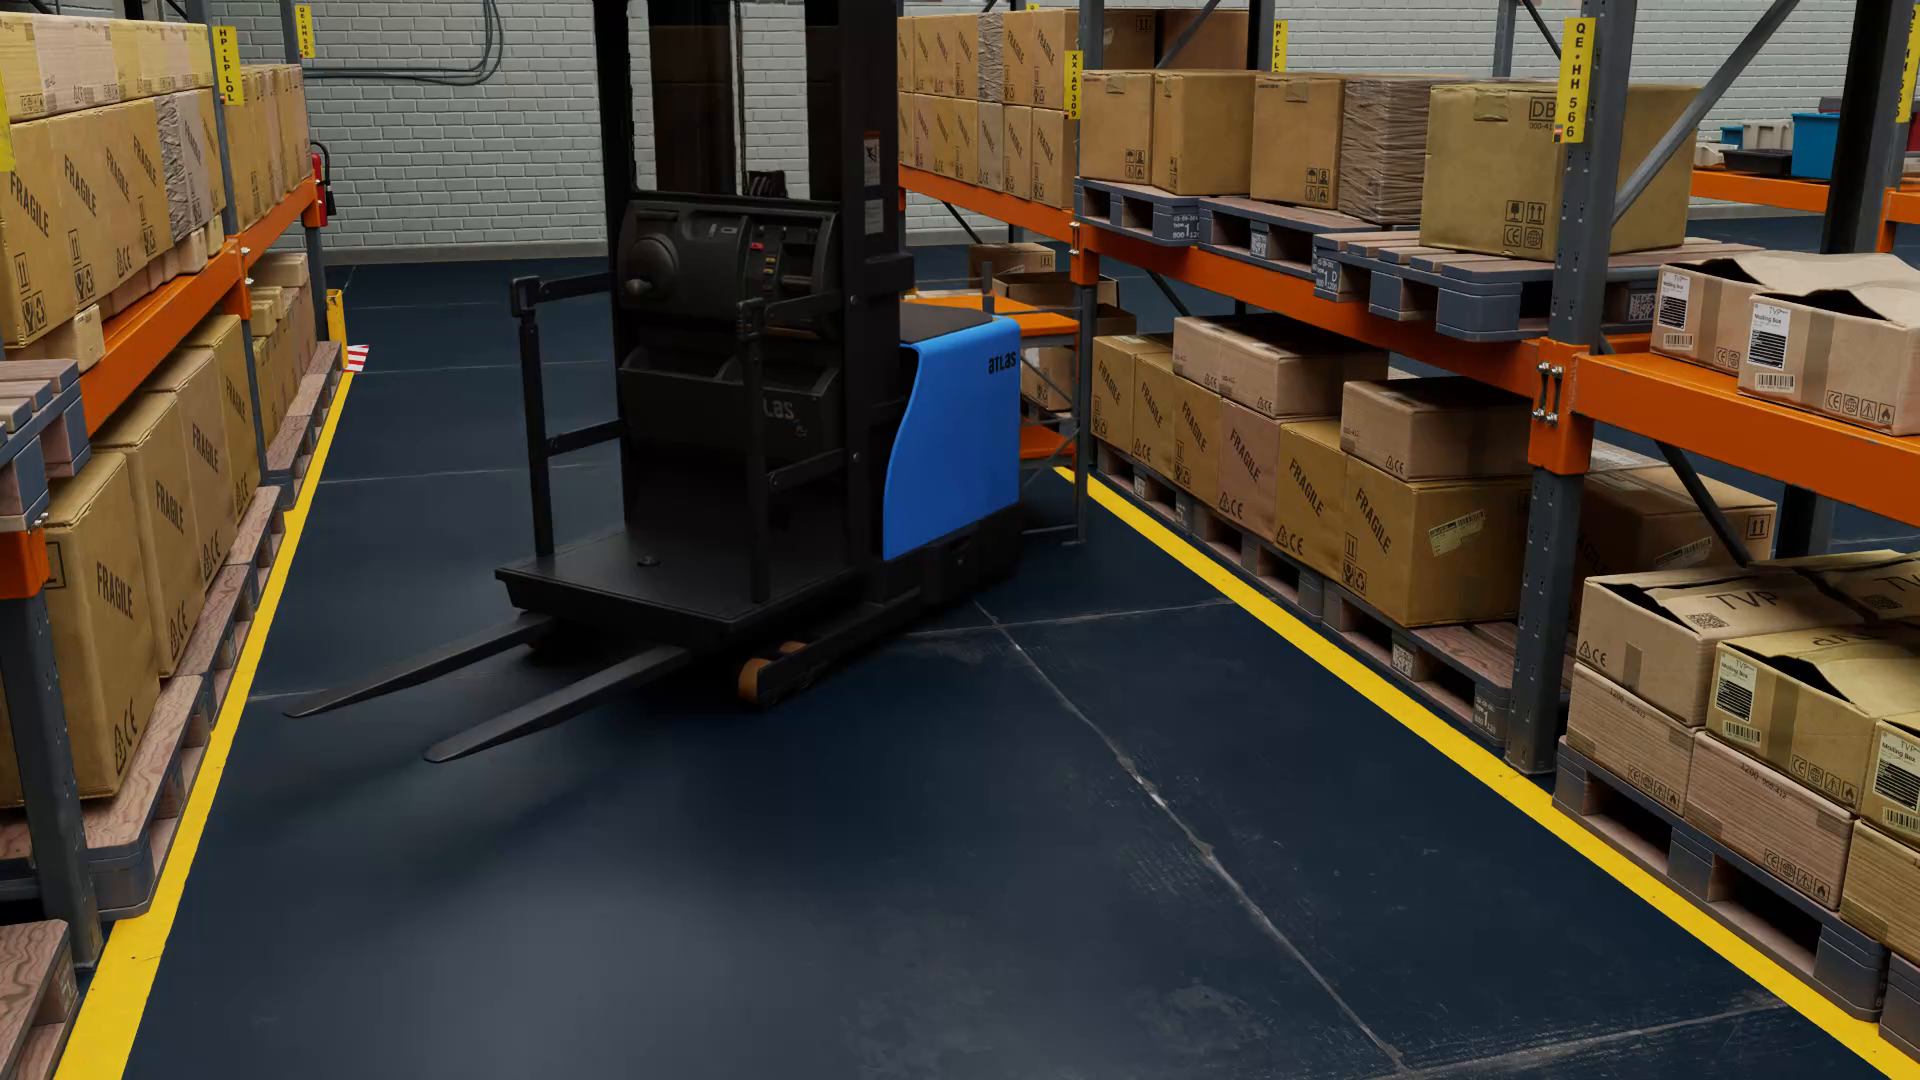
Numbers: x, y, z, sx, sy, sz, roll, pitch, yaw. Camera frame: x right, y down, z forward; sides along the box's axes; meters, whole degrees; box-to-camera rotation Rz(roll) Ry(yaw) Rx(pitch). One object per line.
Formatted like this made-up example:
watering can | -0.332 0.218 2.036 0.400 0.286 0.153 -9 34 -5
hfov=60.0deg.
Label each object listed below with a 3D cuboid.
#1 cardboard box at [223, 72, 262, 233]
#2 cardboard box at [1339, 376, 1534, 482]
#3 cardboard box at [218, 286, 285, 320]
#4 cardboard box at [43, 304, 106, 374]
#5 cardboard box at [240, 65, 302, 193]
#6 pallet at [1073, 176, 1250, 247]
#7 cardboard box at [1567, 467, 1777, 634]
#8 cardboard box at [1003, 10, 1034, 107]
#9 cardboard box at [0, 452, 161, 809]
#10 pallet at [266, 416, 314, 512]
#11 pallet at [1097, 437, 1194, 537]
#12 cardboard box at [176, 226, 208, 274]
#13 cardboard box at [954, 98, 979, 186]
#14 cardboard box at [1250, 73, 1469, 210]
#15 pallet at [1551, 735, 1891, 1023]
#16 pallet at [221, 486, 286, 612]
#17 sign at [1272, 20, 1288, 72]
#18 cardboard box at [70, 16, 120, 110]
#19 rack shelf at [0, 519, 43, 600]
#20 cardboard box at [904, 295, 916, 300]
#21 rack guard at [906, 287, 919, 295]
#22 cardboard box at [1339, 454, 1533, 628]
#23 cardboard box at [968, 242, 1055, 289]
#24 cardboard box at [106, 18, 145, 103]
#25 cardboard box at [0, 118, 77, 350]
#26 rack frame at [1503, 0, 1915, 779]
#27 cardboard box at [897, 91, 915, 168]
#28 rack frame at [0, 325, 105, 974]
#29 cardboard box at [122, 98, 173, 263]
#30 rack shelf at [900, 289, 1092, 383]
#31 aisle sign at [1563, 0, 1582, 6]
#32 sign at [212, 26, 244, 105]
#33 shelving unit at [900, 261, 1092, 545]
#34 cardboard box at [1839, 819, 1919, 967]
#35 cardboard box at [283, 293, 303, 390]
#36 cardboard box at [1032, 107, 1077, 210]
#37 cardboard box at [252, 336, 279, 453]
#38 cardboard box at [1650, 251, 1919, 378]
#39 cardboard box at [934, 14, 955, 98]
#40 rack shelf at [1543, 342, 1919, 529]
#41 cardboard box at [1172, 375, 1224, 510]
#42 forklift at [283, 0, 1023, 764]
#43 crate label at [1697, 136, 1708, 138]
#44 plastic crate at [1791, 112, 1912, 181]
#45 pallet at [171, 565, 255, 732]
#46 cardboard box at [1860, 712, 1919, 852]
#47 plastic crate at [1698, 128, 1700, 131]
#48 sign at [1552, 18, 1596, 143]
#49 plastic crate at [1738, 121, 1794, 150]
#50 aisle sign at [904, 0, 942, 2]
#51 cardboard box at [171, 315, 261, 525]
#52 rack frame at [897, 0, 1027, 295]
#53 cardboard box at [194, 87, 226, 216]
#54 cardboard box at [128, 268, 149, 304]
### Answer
cardboard box | -3.813 -1.779 7.638 0.980 0.700 0.700 -4 17 -14
cardboard box | 1.679 -0.398 5.840 0.500 0.250 0.500 -4 17 -13
cardboard box | -3.849 -1.267 8.943 0.380 0.149 0.250 -5 17 -17
cardboard box | -2.501 -0.526 4.392 0.380 0.149 0.250 -4 17 -14
cardboard box | -4.418 -2.393 9.683 0.980 0.700 0.700 -5 17 -16
pallet | 1.197 -1.555 7.747 1.003 0.211 1.213 -5 17 -15
cardboard box | 2.331 0.068 5.592 0.500 0.500 0.500 -4 17 -13
cardboard box | 0.551 -2.664 9.195 0.500 0.500 0.500 -5 17 -16
cardboard box | -2.656 0.237 4.454 0.750 0.750 0.750 -5 17 -16
pallet | -3.813 -0.365 8.299 1.003 0.211 1.213 -5 17 -15
pallet | 1.342 -0.319 8.146 1.003 0.211 1.213 -5 17 -15
cardboard box | -3.065 -1.090 6.269 0.380 0.149 0.250 -5 17 -15
cardboard box | 0.269 -2.467 10.278 0.500 0.500 0.500 -4 17 -15
cardboard box | 1.627 -1.641 6.799 0.700 0.500 0.500 -10 19 -29
pallet | 2.370 0.796 4.434 1.003 0.211 1.213 -5 17 -15
pallet | -3.395 0.059 6.888 1.003 0.211 1.213 -5 17 -15
sign | 1.615 -2.476 8.467 0.100 0.325 0.005 -5 17 -15
cardboard box | -2.747 -1.369 4.766 0.500 0.250 0.500 -5 17 -15
rack shelf | -2.031 0.521 1.755 1.077 0.370 4.000 -5 17 -15
cardboard box | -0.232 -1.685 12.039 0.380 0.149 0.250 -5 17 -15
rack guard | 0.004 -1.765 12.457 1.175 0.500 0.348 -5 17 -15
cardboard box | 1.699 -0.024 5.897 0.500 0.500 0.500 -4 17 -13
cardboard box | 0.369 -1.865 12.028 0.500 0.500 0.500 -5 17 -15
cardboard box | -2.893 -1.510 5.234 0.500 0.250 0.500 -5 17 -16
cardboard box | -2.468 -0.732 3.948 0.500 0.500 0.500 -4 17 -14
rack frame | 2.182 -0.770 4.801 1.000 3.000 0.127 -5 17 -15
cardboard box | -0.148 -2.887 11.675 0.500 0.500 0.500 -4 17 -14
rack frame | -2.580 -0.377 3.494 1.000 3.000 0.127 -5 17 -15
cardboard box | -2.889 -1.158 5.368 0.500 0.500 0.500 -4 17 -14
rack shelf | 0.124 -0.917 7.531 0.538 0.278 1.000 -7 18 -22
aisle sign | 5.009 -4.661 13.237 0.394 0.787 0.004 -5 17 -15
sign | -3.160 -2.046 7.174 0.100 0.325 0.005 -5 17 -15
shelving unit | 0.124 -0.636 7.616 0.538 1.125 1.048 -7 18 -22
cardboard box | 2.331 0.796 3.637 0.500 0.250 0.500 -5 17 -17
cardboard box | -4.214 -1.131 9.618 0.700 0.500 0.500 -5 18 -17
cardboard box | 0.698 -2.042 8.863 0.500 0.500 0.500 -4 17 -14
cardboard box | -3.786 -0.703 8.192 0.700 0.500 0.500 -4 17 -15
cardboard box | 2.240 -0.623 4.467 0.500 0.311 0.500 -4 17 -12
cardboard box | 0.135 -3.083 10.590 0.500 0.500 0.500 -4 17 -14
rack shelf | 2.731 0.128 3.063 1.077 0.370 4.000 -5 17 -15
cardboard box | 1.268 -0.451 7.321 0.500 0.500 0.500 -4 17 -15
forklift | -0.942 -0.994 5.665 1.130 2.935 3.031 10 19 30
crate label | 5.311 -2.908 12.273 0.396 0.136 0.243 -5 17 -15
plastic crate | 5.390 -2.390 10.118 0.392 0.384 0.575 -5 17 -15
pallet | -3.056 0.397 5.762 1.003 0.211 1.213 -5 17 -15
cardboard box | 2.334 0.531 3.544 0.500 0.311 0.500 -5 17 -17
plastic crate | 4.942 -2.780 11.681 0.416 0.233 0.300 -5 17 -15
sign | 1.663 -1.241 4.494 0.100 0.325 0.005 -5 17 -15
plastic crate | 5.604 -2.676 11.248 0.437 0.282 0.530 -5 17 -15
aisle sign | -0.318 -4.223 11.779 0.394 0.787 0.004 -5 17 -15
cardboard box | -3.376 -0.486 6.862 0.750 0.750 0.750 -4 17 -15
rack frame | -0.017 -2.983 12.168 1.000 3.000 0.127 -5 17 -15
cardboard box | -3.310 -1.576 6.758 0.500 0.500 0.500 -5 17 -16
cardboard box | -2.945 -0.872 5.544 0.380 0.149 0.250 -4 17 -14
